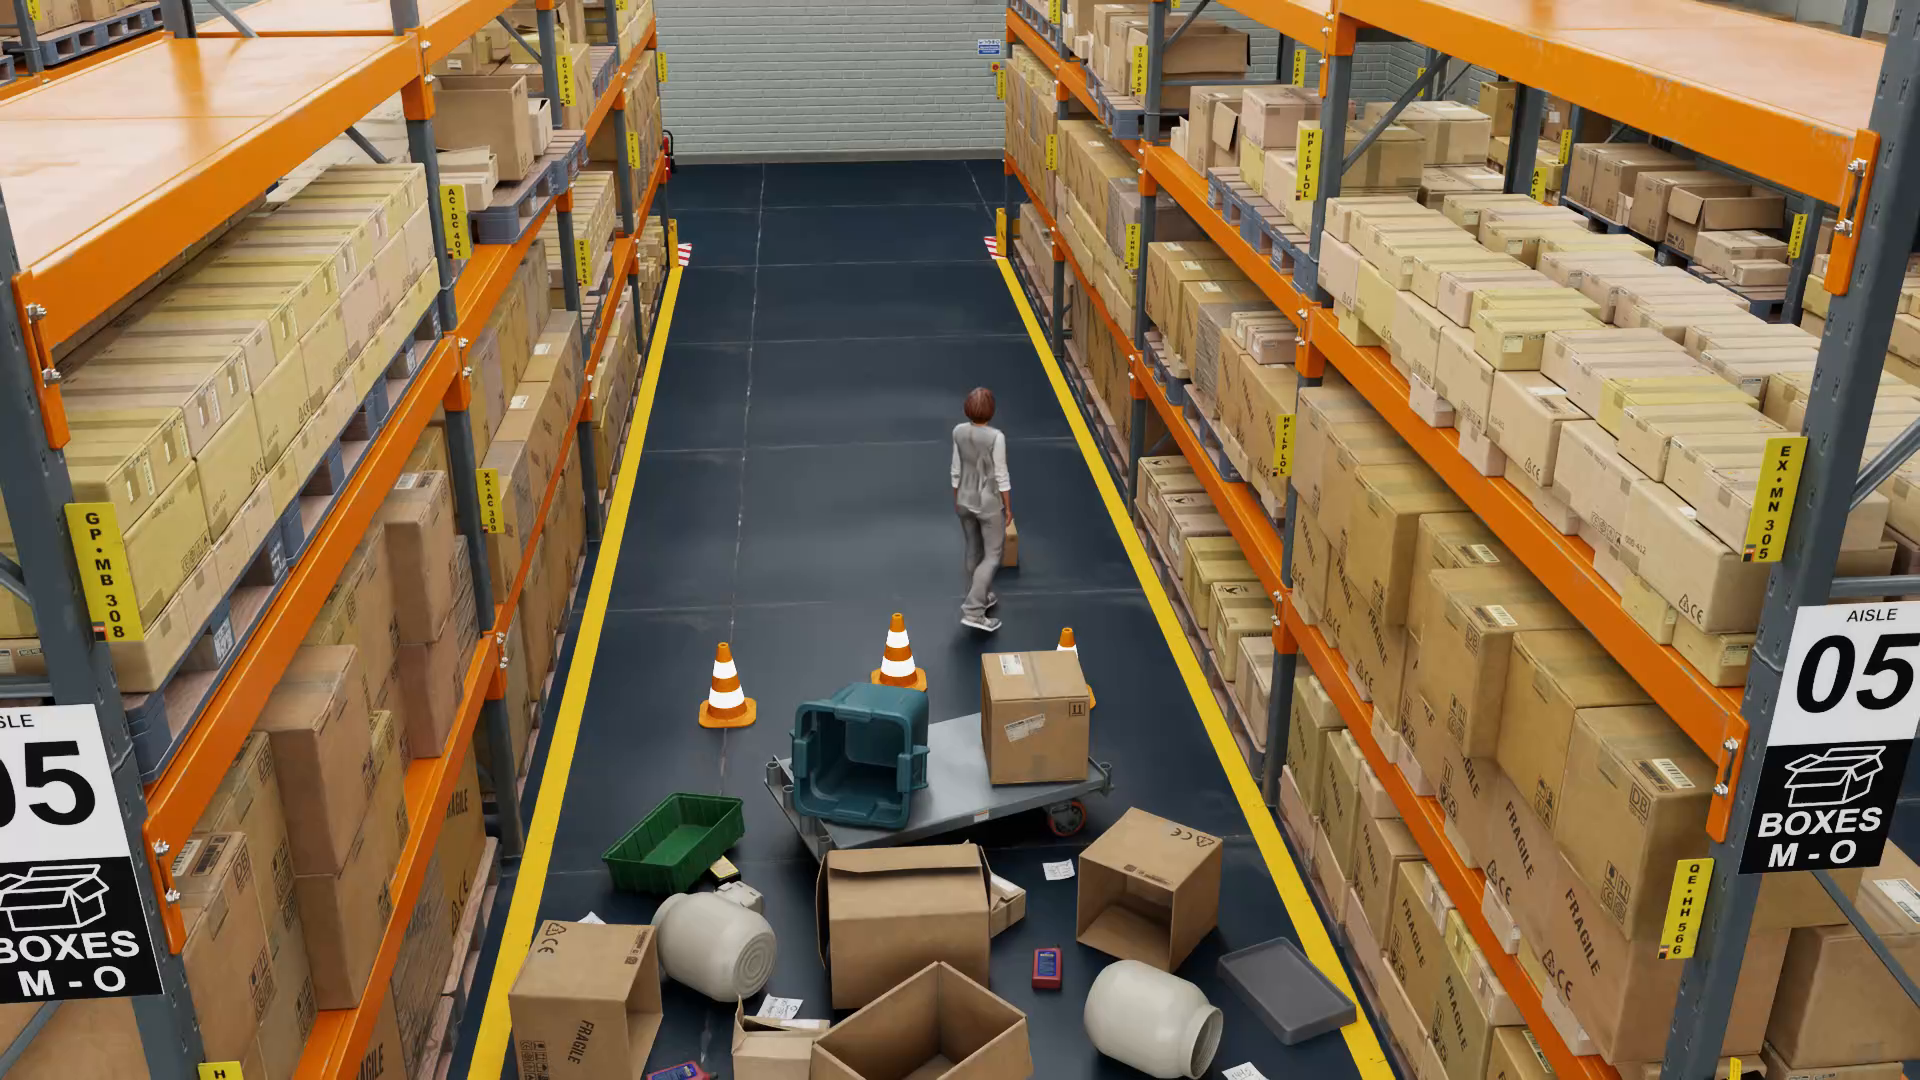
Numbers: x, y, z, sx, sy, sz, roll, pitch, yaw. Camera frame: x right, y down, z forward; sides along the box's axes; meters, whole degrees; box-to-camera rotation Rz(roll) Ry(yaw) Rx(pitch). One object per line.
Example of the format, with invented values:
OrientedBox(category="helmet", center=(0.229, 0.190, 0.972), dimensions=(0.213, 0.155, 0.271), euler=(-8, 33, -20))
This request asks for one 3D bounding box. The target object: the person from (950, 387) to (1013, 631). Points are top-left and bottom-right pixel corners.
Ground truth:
OrientedBox(category="person", center=(0.135, -0.209, 10.751), dimensions=(0.451, 1.598, 0.568), euler=(16, 29, 31))
